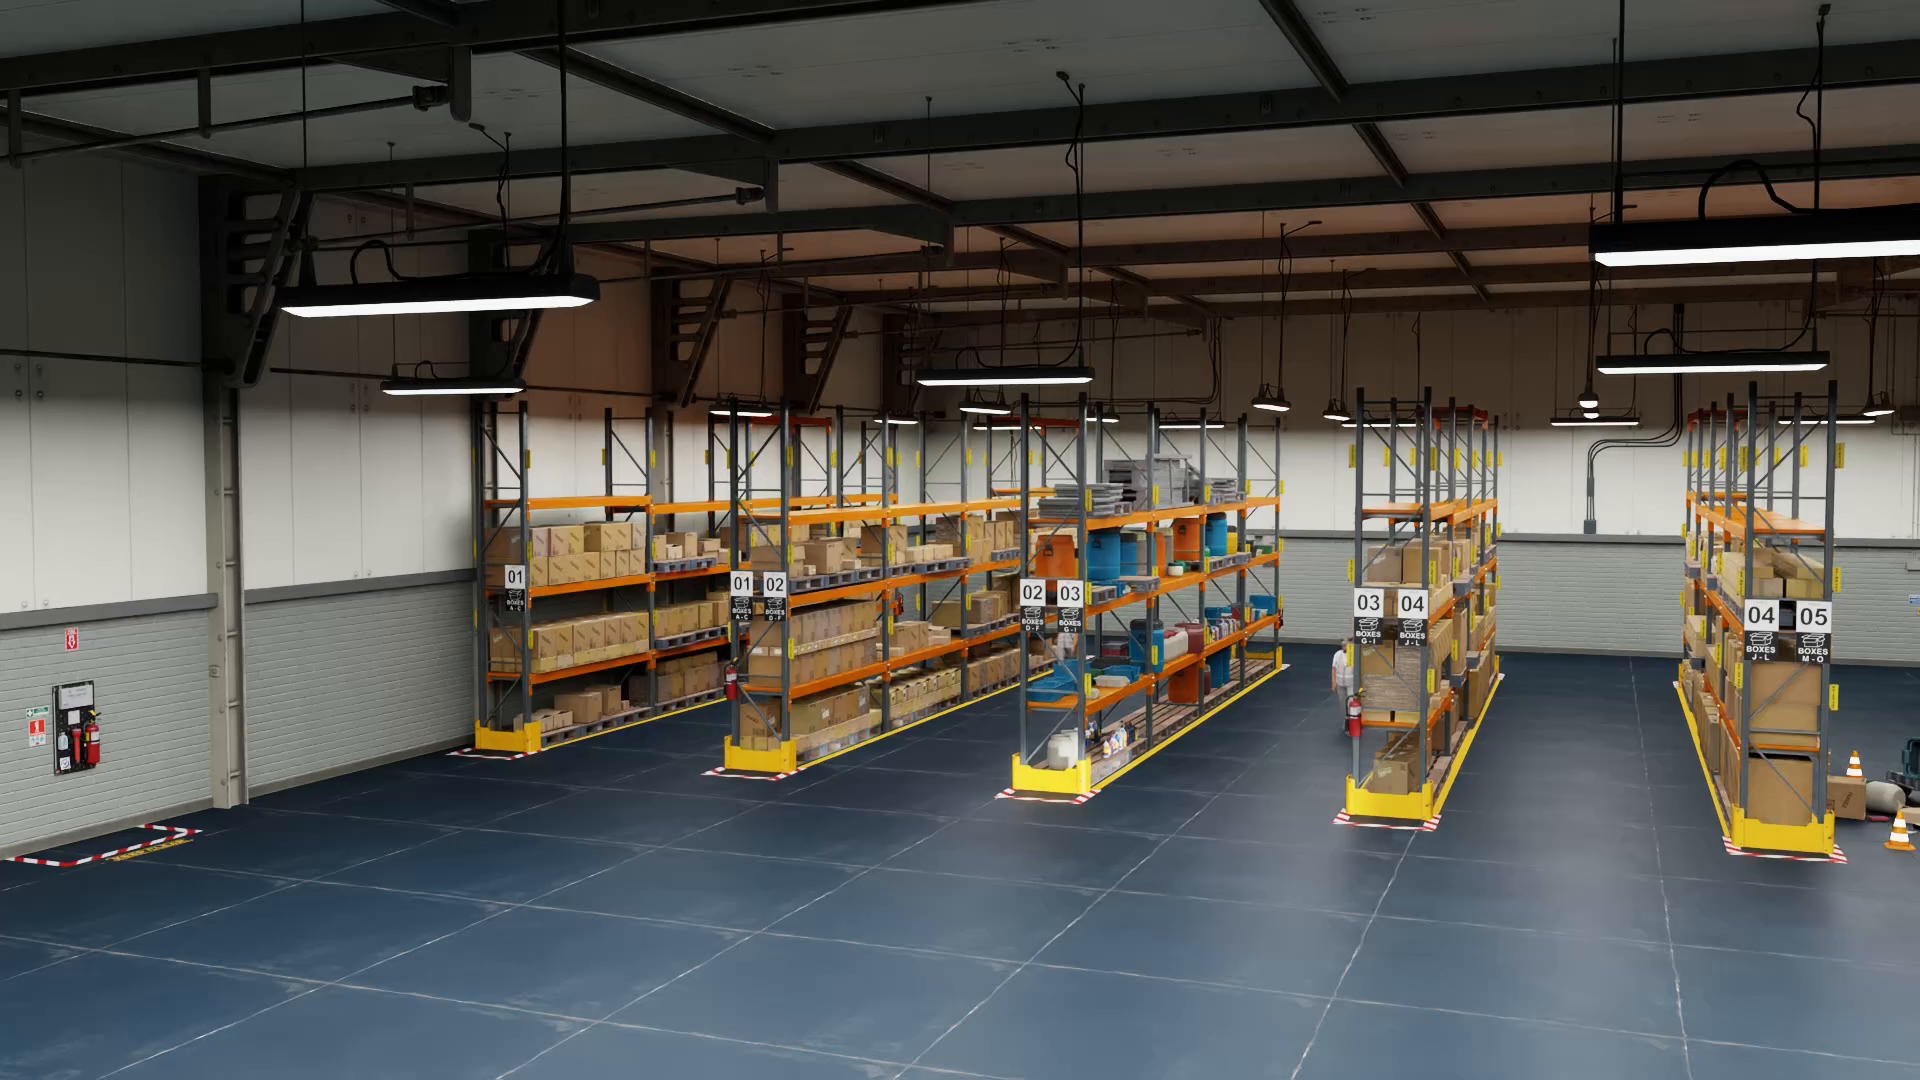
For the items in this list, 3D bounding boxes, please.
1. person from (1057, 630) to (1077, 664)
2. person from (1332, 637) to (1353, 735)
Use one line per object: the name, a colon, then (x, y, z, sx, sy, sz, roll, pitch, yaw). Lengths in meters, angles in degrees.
person: (2.381, 2.381, 37.054, 0.500, 1.603, 1.022, 1, 3, 18)
person: (7.066, 2.635, 30.440, 0.553, 1.719, 0.918, 2, 3, 33)
